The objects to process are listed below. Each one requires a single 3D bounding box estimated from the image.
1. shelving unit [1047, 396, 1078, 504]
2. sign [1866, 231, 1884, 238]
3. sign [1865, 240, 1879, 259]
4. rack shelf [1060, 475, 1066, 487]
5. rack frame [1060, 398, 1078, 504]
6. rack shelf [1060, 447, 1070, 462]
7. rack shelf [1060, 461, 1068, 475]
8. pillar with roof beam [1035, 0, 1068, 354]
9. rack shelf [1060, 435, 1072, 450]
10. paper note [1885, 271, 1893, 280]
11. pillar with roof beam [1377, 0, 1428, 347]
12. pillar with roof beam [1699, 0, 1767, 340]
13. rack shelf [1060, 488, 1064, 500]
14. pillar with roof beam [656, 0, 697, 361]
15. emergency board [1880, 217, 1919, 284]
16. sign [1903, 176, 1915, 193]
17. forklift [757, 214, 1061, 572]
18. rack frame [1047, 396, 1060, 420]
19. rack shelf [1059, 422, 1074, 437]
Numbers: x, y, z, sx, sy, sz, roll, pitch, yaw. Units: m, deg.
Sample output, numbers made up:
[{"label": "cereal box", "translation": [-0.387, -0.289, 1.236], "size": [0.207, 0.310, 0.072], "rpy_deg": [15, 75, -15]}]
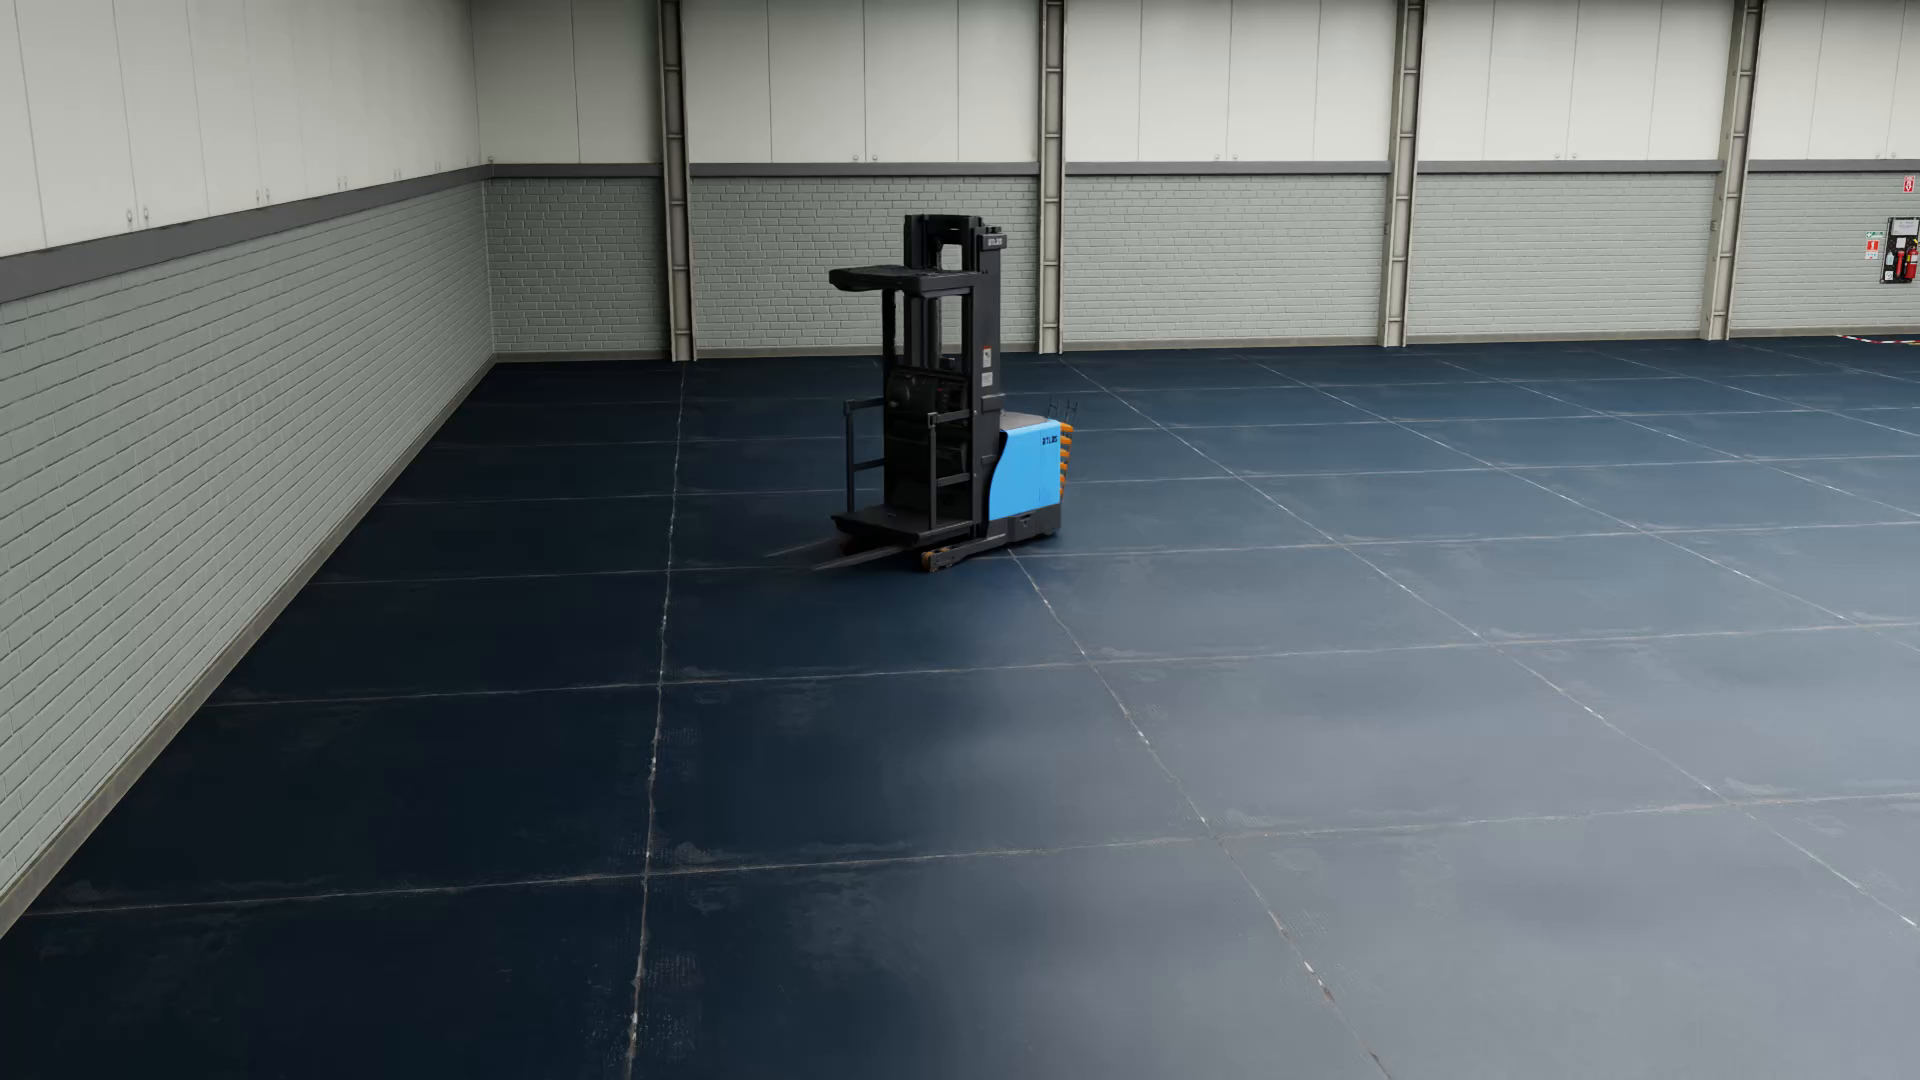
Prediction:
[{"label": "shelving unit", "translation": [0.891, -0.741, 15.707], "size": [0.189, 1.200, 0.258], "rpy_deg": [5, 12, -18]}, {"label": "sign", "translation": [16.274, -5.432, 29.582], "size": [0.331, 0.109, 0.001], "rpy_deg": [-2, 14, -8]}, {"label": "sign", "translation": [16.268, -5.177, 29.654], "size": [0.234, 0.329, 0.001], "rpy_deg": [-2, 14, -8]}, {"label": "rack shelf", "translation": [0.867, -0.582, 15.740], "size": [0.180, 0.103, 0.258], "rpy_deg": [5, 12, -18]}, {"label": "rack frame", "translation": [0.977, -0.734, 15.734], "size": [0.006, 1.200, 0.240], "rpy_deg": [5, 12, -18]}, {"label": "rack shelf", "translation": [0.902, -0.814, 15.692], "size": [0.180, 0.103, 0.258], "rpy_deg": [5, 12, -18]}, {"label": "rack shelf", "translation": [0.884, -0.698, 15.716], "size": [0.180, 0.103, 0.258], "rpy_deg": [5, 12, -18]}, {"label": "pillar with roof beam", "translation": [2.122, -6.458, 22.500], "size": [0.400, 9.000, 9.100], "rpy_deg": [-2, 14, -8]}, {"label": "rack shelf", "translation": [0.919, -0.931, 15.668], "size": [0.180, 0.103, 0.258], "rpy_deg": [5, 12, -18]}, {"label": "paper note", "translation": [16.645, -4.738, 29.787], "size": [0.142, 0.148, 0.016], "rpy_deg": [-2, 14, -8]}, {"label": "pillar with roof beam", "translation": [8.055, -6.675, 23.367], "size": [0.400, 9.000, 9.100], "rpy_deg": [-2, 14, -8]}, {"label": "pillar with roof beam", "translation": [13.988, -6.892, 24.234], "size": [0.400, 9.000, 9.100], "rpy_deg": [-2, 14, -8]}, {"label": "rack shelf", "translation": [0.849, -0.466, 15.763], "size": [0.180, 0.103, 0.258], "rpy_deg": [5, 12, -18]}, {"label": "pillar with roof beam", "translation": [-3.811, -6.240, 21.633], "size": [0.400, 9.000, 9.100], "rpy_deg": [-2, 14, -8]}, {"label": "emergency board", "translation": [16.831, -5.155, 29.639], "size": [0.643, 1.169, 0.194], "rpy_deg": [-2, 14, -8]}, {"label": "sign", "translation": [16.808, -6.303, 29.452], "size": [0.199, 0.298, 0.001], "rpy_deg": [-2, 14, -8]}, {"label": "forklift", "translation": [-0.425, -1.291, 14.372], "size": [1.130, 2.935, 3.031], "rpy_deg": [12, 19, 41]}, {"label": "rack frame", "translation": [0.804, -0.749, 15.679], "size": [0.006, 1.200, 0.240], "rpy_deg": [5, 12, -18]}, {"label": "rack shelf", "translation": [0.937, -1.047, 15.644], "size": [0.180, 0.103, 0.258], "rpy_deg": [5, 12, -18]}]
